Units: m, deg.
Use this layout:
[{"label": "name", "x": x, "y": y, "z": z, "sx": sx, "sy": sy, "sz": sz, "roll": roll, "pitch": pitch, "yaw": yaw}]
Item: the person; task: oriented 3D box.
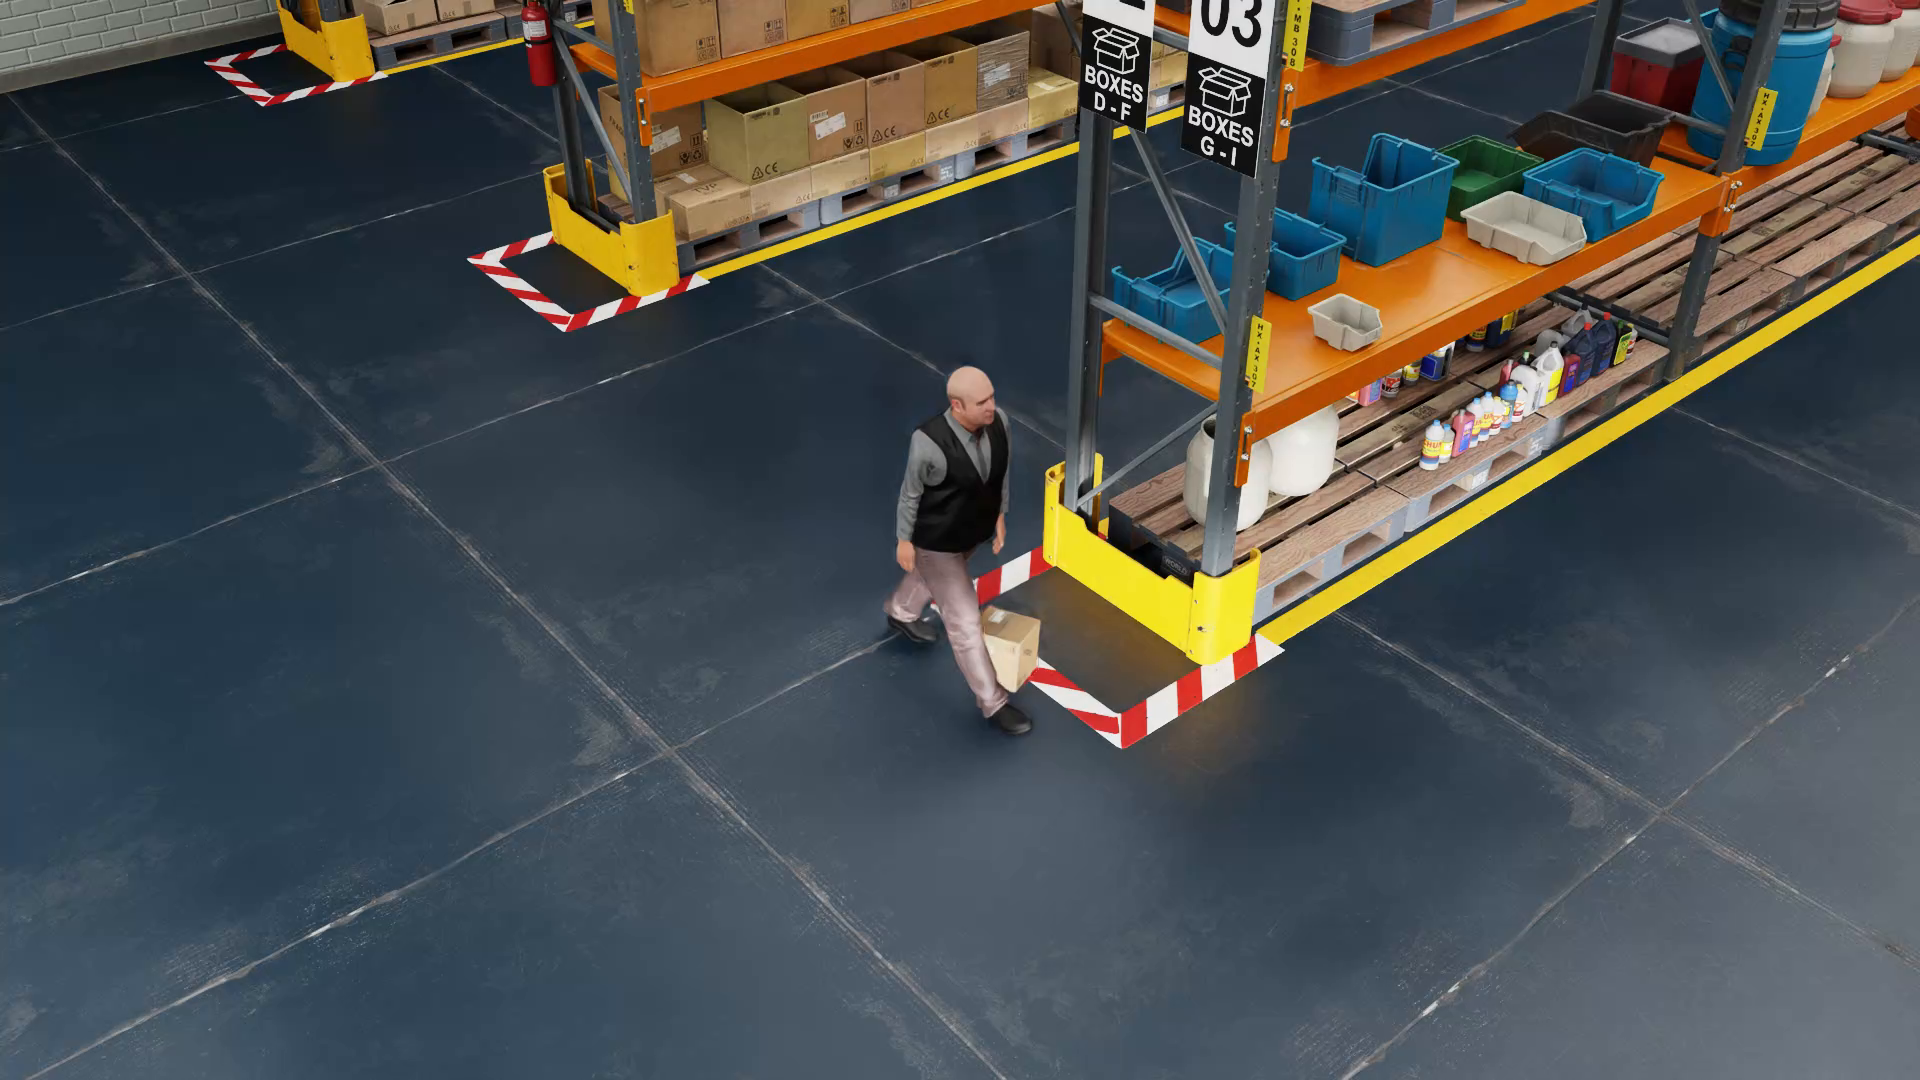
[{"label": "person", "x": 0.021, "y": -0.038, "z": 7.173, "sx": 1.109, "sy": 1.647, "sz": 0.546, "roll": 29, "pitch": 44, "yaw": 34}]
